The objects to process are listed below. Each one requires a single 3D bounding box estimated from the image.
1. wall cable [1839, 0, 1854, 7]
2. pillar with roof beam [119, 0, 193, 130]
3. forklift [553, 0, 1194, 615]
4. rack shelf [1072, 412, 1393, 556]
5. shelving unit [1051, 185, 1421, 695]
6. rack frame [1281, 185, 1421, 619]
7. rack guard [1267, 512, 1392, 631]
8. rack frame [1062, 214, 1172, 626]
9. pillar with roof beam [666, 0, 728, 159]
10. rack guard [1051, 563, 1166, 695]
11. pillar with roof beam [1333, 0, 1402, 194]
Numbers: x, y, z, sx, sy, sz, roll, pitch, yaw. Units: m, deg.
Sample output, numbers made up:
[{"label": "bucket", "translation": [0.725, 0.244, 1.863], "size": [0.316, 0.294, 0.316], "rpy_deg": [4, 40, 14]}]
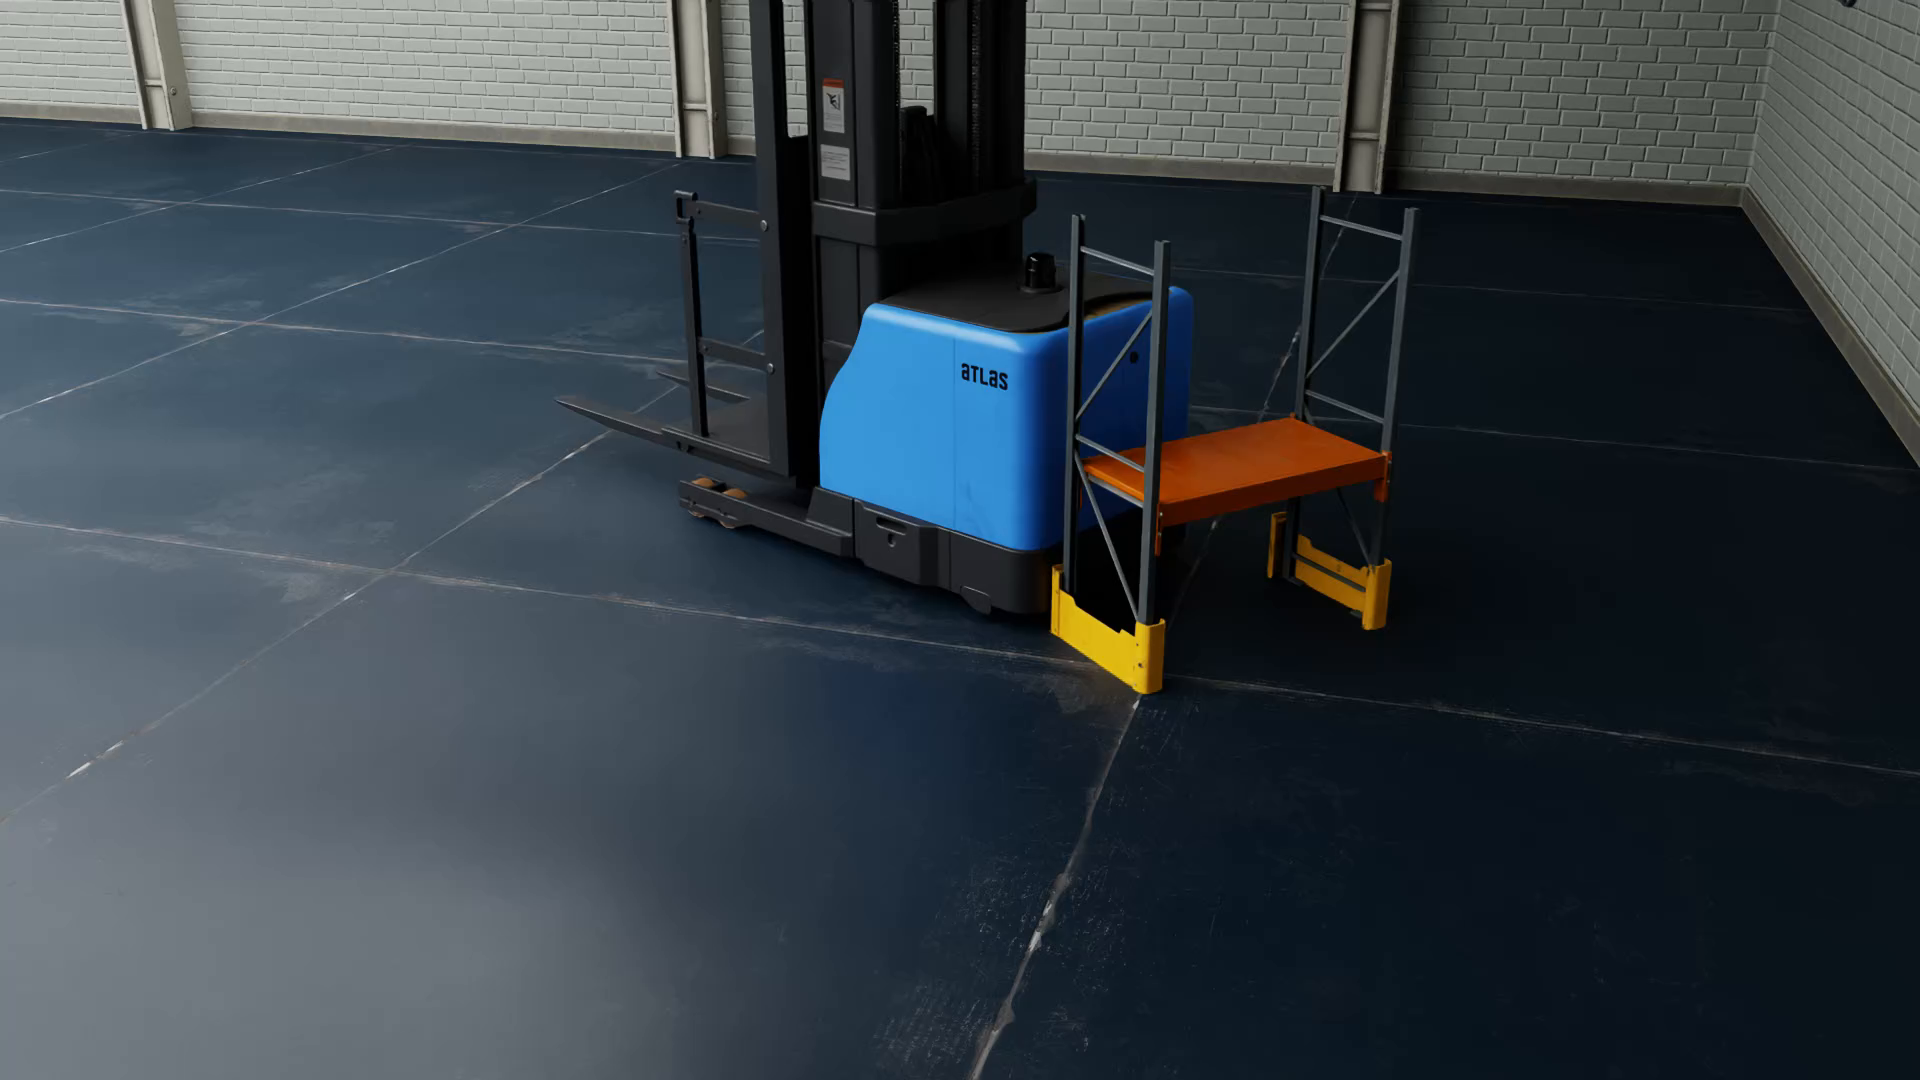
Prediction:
[{"label": "wall cable", "translation": [5.777, -4.858, 10.847], "size": [0.112, 2.526, 3.097], "rpy_deg": [7, 23, 16]}, {"label": "pillar with roof beam", "translation": [-9.394, -6.849, 11.610], "size": [0.400, 9.000, 9.100], "rpy_deg": [7, 23, 16]}, {"label": "forklift", "translation": [-0.549, -1.534, 6.648], "size": [3.031, 2.935, 1.130], "rpy_deg": [18, 29, 37]}, {"label": "rack shelf", "translation": [0.940, -0.211, 5.782], "size": [1.000, 0.185, 0.538], "rpy_deg": [-12, 25, -28]}, {"label": "shelving unit", "translation": [0.932, -0.376, 5.710], "size": [1.083, 1.500, 0.587], "rpy_deg": [-12, 25, -28]}, {"label": "rack frame", "translation": [1.380, -0.474, 5.949], "size": [0.032, 1.500, 0.500], "rpy_deg": [-12, 25, -28]}, {"label": "rack guard", "translation": [1.363, 0.108, 6.177], "size": [0.087, 0.250, 0.587], "rpy_deg": [-12, 25, -28]}, {"label": "rack frame", "translation": [0.499, -0.281, 5.479], "size": [0.032, 1.500, 0.500], "rpy_deg": [-12, 25, -28]}, {"label": "pillar with roof beam", "translation": [-3.650, -6.191, 10.006], "size": [0.400, 9.000, 9.100], "rpy_deg": [7, 23, 16]}, {"label": "rack guard", "translation": [0.500, 0.297, 5.717], "size": [0.087, 0.250, 0.587], "rpy_deg": [-12, 25, -28]}, {"label": "pillar with roof beam", "translation": [2.095, -5.534, 8.403], "size": [0.400, 9.000, 9.100], "rpy_deg": [7, 23, 16]}]
